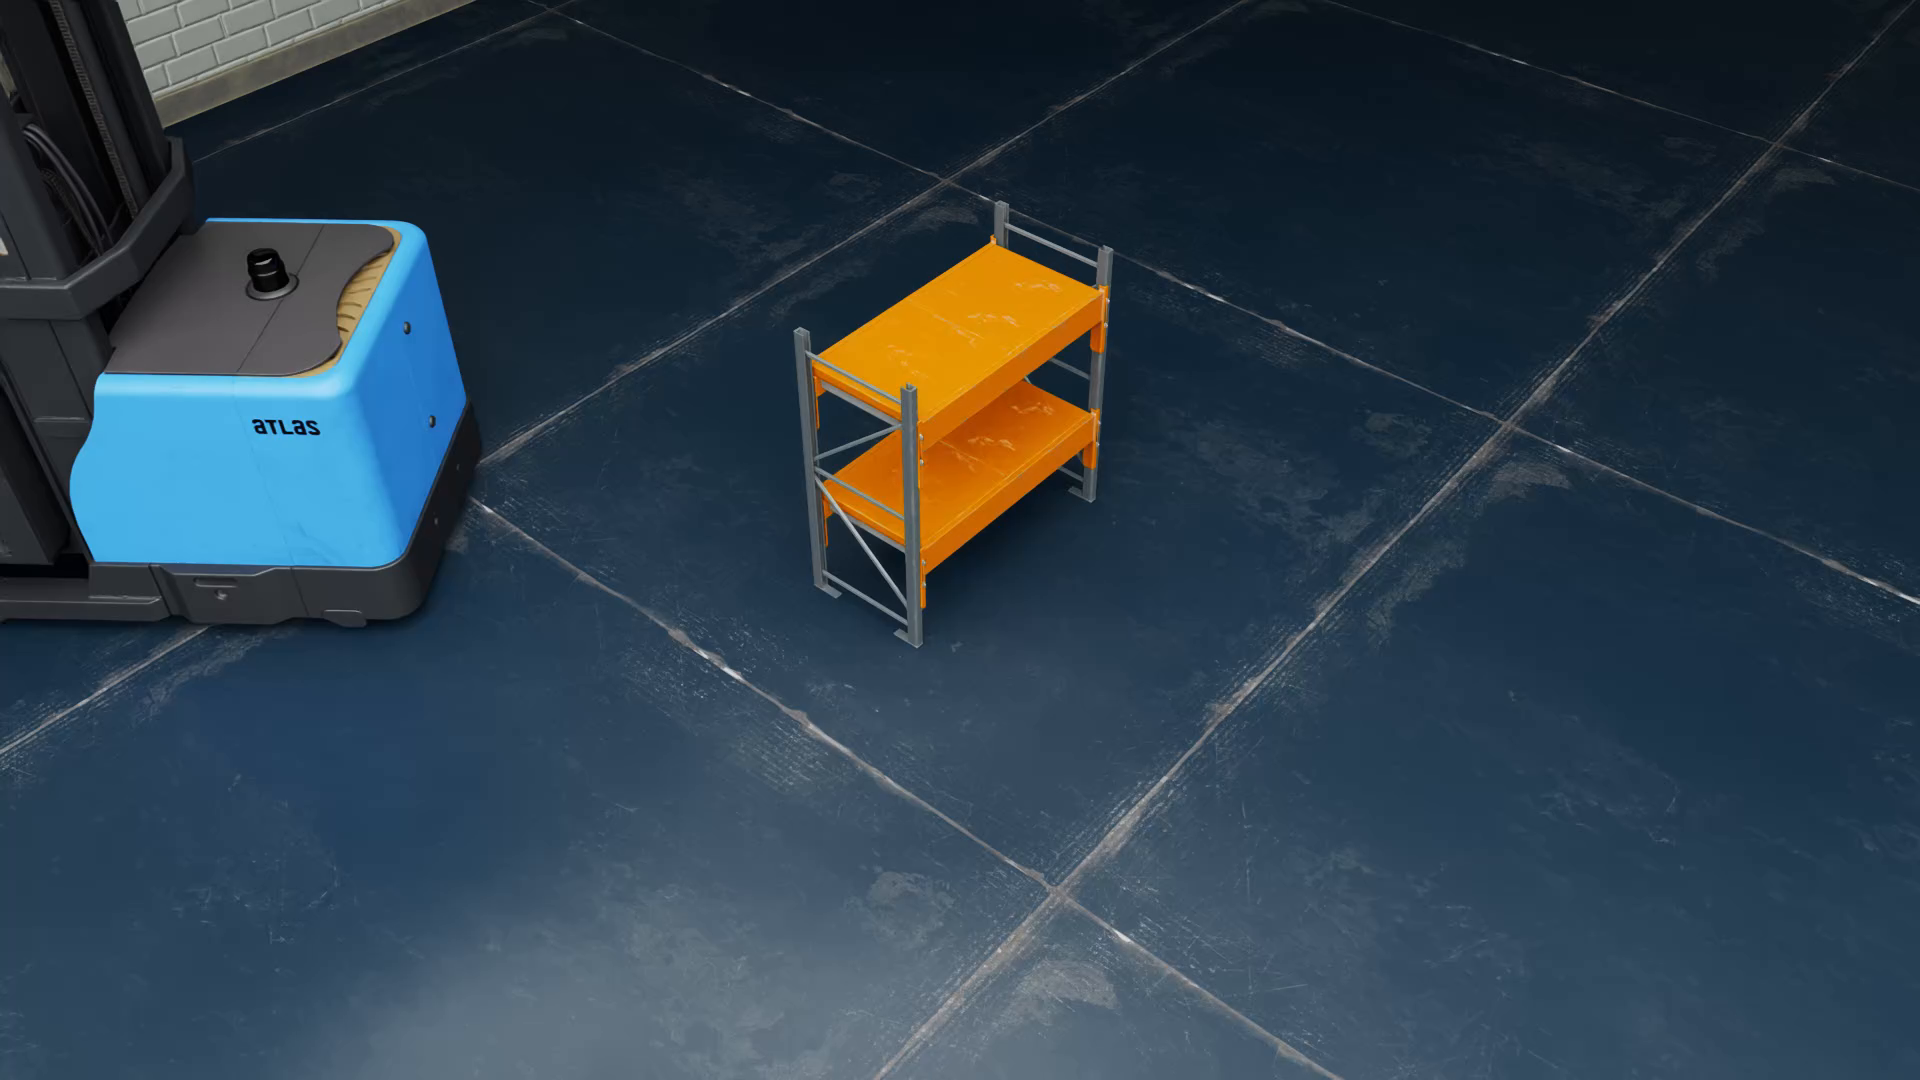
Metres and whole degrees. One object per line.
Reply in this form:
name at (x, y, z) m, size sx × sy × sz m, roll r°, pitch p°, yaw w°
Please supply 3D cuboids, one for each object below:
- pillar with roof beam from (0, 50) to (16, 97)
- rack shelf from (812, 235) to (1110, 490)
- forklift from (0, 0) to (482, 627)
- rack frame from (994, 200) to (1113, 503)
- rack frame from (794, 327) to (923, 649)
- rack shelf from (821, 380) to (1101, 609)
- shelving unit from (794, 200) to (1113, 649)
pillar with roof beam at (-1.247, -3.127, 3.000) m, size 9.100 × 9.000 × 0.400 m, roll 29°, pitch 50°, yaw 28°
rack shelf at (-0.004, -0.629, 5.671) m, size 0.538 × 0.278 × 1.000 m, roll 29°, pitch 50°, yaw 28°
forklift at (-3.405, -1.133, 5.317) m, size 3.031 × 2.935 × 1.130 m, roll 1°, pitch 42°, yaw 1°
rack frame at (0.323, -0.674, 6.156) m, size 0.500 × 1.125 × 0.032 m, roll 29°, pitch 50°, yaw 28°
rack frame at (-0.332, -0.151, 5.580) m, size 0.500 × 1.125 × 0.032 m, roll 29°, pitch 50°, yaw 28°
rack shelf at (-0.004, -0.232, 6.032) m, size 0.538 × 0.278 × 1.000 m, roll 29°, pitch 50°, yaw 28°
shelving unit at (-0.004, -0.413, 5.868) m, size 0.538 × 1.125 × 1.048 m, roll 29°, pitch 50°, yaw 28°
